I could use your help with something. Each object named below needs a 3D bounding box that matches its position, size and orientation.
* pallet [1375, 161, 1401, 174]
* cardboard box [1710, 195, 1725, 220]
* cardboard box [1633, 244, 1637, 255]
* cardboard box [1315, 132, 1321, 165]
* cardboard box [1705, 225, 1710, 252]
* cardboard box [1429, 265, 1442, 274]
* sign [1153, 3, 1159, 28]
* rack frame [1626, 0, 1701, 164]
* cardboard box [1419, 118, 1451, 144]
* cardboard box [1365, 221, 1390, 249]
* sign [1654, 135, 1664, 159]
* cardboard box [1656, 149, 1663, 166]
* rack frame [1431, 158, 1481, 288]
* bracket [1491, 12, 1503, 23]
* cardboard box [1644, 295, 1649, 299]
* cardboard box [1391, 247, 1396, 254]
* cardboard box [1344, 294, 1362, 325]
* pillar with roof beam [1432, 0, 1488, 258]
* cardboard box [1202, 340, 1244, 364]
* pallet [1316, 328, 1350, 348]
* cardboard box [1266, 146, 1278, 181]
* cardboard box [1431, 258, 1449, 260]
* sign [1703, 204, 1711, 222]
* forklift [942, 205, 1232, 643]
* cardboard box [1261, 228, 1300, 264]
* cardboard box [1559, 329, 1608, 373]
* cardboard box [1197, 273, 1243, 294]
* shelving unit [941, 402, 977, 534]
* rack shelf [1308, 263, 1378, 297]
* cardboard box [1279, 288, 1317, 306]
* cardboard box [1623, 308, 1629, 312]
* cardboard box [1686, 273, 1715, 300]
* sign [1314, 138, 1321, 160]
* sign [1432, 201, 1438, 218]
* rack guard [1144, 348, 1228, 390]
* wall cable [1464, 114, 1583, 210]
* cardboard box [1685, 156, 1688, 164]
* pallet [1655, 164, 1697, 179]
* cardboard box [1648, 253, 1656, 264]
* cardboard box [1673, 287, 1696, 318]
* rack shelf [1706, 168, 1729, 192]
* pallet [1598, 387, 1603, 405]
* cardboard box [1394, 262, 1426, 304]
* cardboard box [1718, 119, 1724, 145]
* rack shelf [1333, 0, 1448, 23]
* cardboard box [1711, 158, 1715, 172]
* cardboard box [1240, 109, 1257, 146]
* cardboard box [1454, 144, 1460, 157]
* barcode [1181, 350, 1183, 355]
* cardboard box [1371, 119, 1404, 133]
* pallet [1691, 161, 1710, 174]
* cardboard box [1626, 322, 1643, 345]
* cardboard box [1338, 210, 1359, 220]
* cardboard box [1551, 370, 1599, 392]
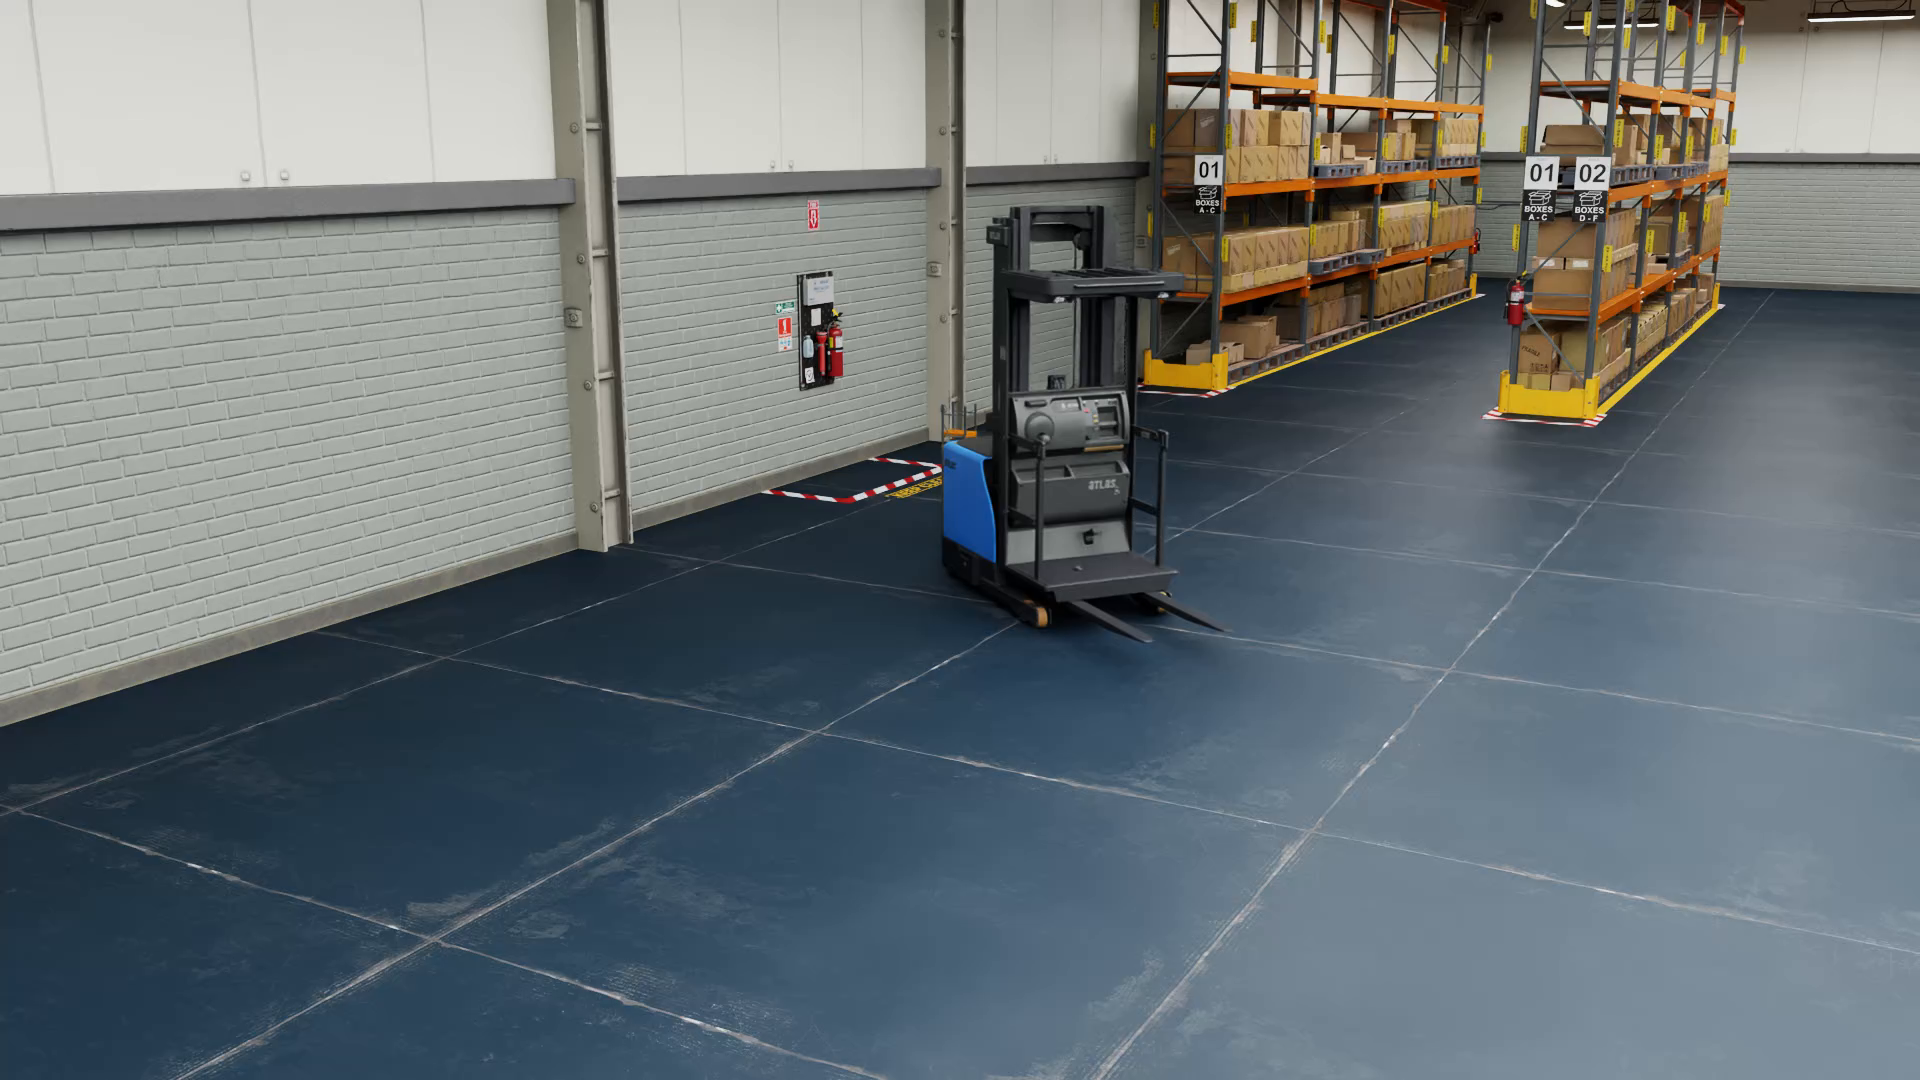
[{"bbox_3d":[7.291,-6.779,30.256,1.213,0.211,1.003,8,16,31],"label":"pallet"},{"bbox_3d":[15.258,-6.768,33.859,0.500,0.500,0.500,7,15,28],"label":"cardboard box"},{"bbox_3d":[9.487,-4.177,23.864,0.380,0.149,0.250,7,15,28],"label":"cardboard box"},{"bbox_3d":[5.427,-6.268,26.624,0.500,0.500,0.500,10,17,36],"label":"cardboard box"},{"bbox_3d":[14.028,-5.763,31.823,0.500,0.500,0.500,8,16,29],"label":"cardboard box"},{"bbox_3d":[9.737,-5.591,34.378,0.380,0.149,0.250,8,16,30],"label":"cardboard box"},{"bbox_3d":[2.683,-7.148,22.652,0.100,0.325,0.005,7,15,28],"label":"sign"},{"bbox_3d":[11.365,-7.631,26.985,1.000,3.000,0.127,7,15,28],"label":"rack frame"},{"bbox_3d":[9.550,-8.212,33.409,0.500,0.500,0.500,7,15,28],"label":"cardboard box"},{"bbox_3d":[7.485,-5.548,30.257,0.500,0.500,0.500,8,16,30],"label":"cardboard box"},{"bbox_3d":[9.918,-5.579,23.603,0.100,0.325,0.005,7,15,28],"label":"sign"},{"bbox_3d":[10.671,-5.979,25.956,0.500,0.250,0.500,7,15,27],"label":"cardboard box"},{"bbox_3d":[10.894,-6.916,36.821,1.000,3.000,0.127,7,15,28],"label":"rack frame"},{"bbox_3d":[13.099,-12.765,40.603,0.235,0.232,0.430,7,15,28],"label":"bracket"},{"bbox_3d":[11.635,-4.308,28.797,0.500,0.250,0.500,8,16,30],"label":"cardboard box"},{"bbox_3d":[7.986,-5.471,31.319,0.380,0.149,0.250,8,16,29],"label":"cardboard box"},{"bbox_3d":[6.724,-4.120,29.617,0.700,0.500,0.500,8,16,29],"label":"cardboard box"},{"bbox_3d":[15.210,-9.997,36.799,9.100,9.000,0.548,7,15,28],"label":"pillar with roof beam"},{"bbox_3d":[3.848,-2.789,24.500,0.500,0.311,0.500,9,16,33],"label":"cardboard box"},{"bbox_3d":[6.057,-3.510,28.641,1.003,0.211,1.213,7,15,28],"label":"pallet"},{"bbox_3d":[4.318,-5.516,24.356,0.500,0.500,0.500,8,16,31],"label":"cardboard box"},{"bbox_3d":[10.528,-6.114,36.546,0.380,0.149,0.250,7,15,28],"label":"cardboard box"},{"bbox_3d":[13.786,-6.036,30.698,0.100,0.325,0.005,7,15,28],"label":"sign"},{"bbox_3d":[0.906,-0.900,12.015,1.130,2.935,3.031,-6,15,-23],"label":"forklift"},{"bbox_3d":[4.899,-4.520,25.561,0.500,0.500,0.500,7,15,28],"label":"cardboard box"},{"bbox_3d":[8.191,-2.493,21.843,0.500,0.500,0.500,7,15,28],"label":"cardboard box"},{"bbox_3d":[3.673,-3.634,23.486,0.500,0.250,0.500,7,15,26],"label":"cardboard box"},{"bbox_3d":[-0.007,-0.580,14.381,0.258,1.200,0.189,7,15,28],"label":"shelving unit"},{"bbox_3d":[6.060,-4.515,28.395,1.077,0.370,4.000,7,15,28],"label":"rack shelf"},{"bbox_3d":[5.644,-4.061,27.773,0.500,0.250,0.500,7,15,27],"label":"cardboard box"},{"bbox_3d":[10.608,-3.671,27.136,0.500,0.311,0.500,7,15,27],"label":"cardboard box"},{"bbox_3d":[15.185,-5.215,34.159,0.500,0.500,0.500,7,15,28],"label":"cardboard box"},{"bbox_3d":[5.572,-6.104,25.948,0.100,0.325,0.005,7,15,28],"label":"sign"},{"bbox_3d":[9.440,-6.560,33.043,0.100,0.325,0.005,7,15,28],"label":"sign"},{"bbox_3d":[3.196,-2.434,23.562,1.175,0.500,0.348,7,15,28],"label":"rack guard"},{"bbox_3d":[13.941,-9.443,41.127,3.097,2.526,0.112,7,15,28],"label":"wall cable"},{"bbox_3d":[11.793,-6.419,28.146,0.910,0.500,0.500,7,15,28],"label":"cardboard box"},{"bbox_3d":[11.115,-5.931,26.739,1.213,0.211,1.003,8,16,31],"label":"pallet"},{"bbox_3d":[11.151,-4.601,27.409,0.500,0.311,0.500,9,16,32],"label":"cardboard box"},{"bbox_3d":[13.311,-4.400,30.779,0.500,0.500,0.500,7,15,28],"label":"cardboard box"},{"bbox_3d":[14.265,-7.054,32.527,1.077,0.370,4.000,7,15,28],"label":"rack shelf"},{"bbox_3d":[7.830,-1.879,21.877,1.003,0.211,1.213,7,15,28],"label":"pallet"},{"bbox_3d":[8.760,-5.106,33.005,0.750,0.750,0.750,8,15,29],"label":"cardboard box"},{"bbox_3d":[14.998,-8.241,33.570,0.700,0.500,0.500,7,15,28],"label":"cardboard box"},{"bbox_3d":[7.993,-9.867,30.706,1.077,0.370,4.000,7,15,28],"label":"rack shelf"},{"bbox_3d":[13.995,-7.094,31.479,0.500,0.250,0.500,7,15,28],"label":"cardboard box"},{"bbox_3d":[3.845,-5.785,23.339,0.500,0.500,0.500,7,15,27],"label":"cardboard box"},{"bbox_3d":[10.025,-8.054,34.353,0.500,0.250,0.500,7,15,26],"label":"cardboard box"},{"bbox_3d":[3.231,-2.725,24.217,0.001,0.075,0.075,7,15,28],"label":"barcode"},{"bbox_3d":[8.166,-7.900,31.750,0.500,0.250,0.500,7,15,26],"label":"cardboard box"},{"bbox_3d":[12.922,-6.776,30.240,1.213,0.211,1.003,7,15,28],"label":"pallet"},{"bbox_3d":[9.849,-3.090,24.726,0.500,0.311,0.500,7,15,28],"label":"cardboard box"},{"bbox_3d":[6.886,-5.778,29.566,0.380,0.149,0.250,5,15,21],"label":"cardboard box"},{"bbox_3d":[7.951,-2.025,21.505,0.500,0.250,0.500,7,15,28],"label":"cardboard box"}]
